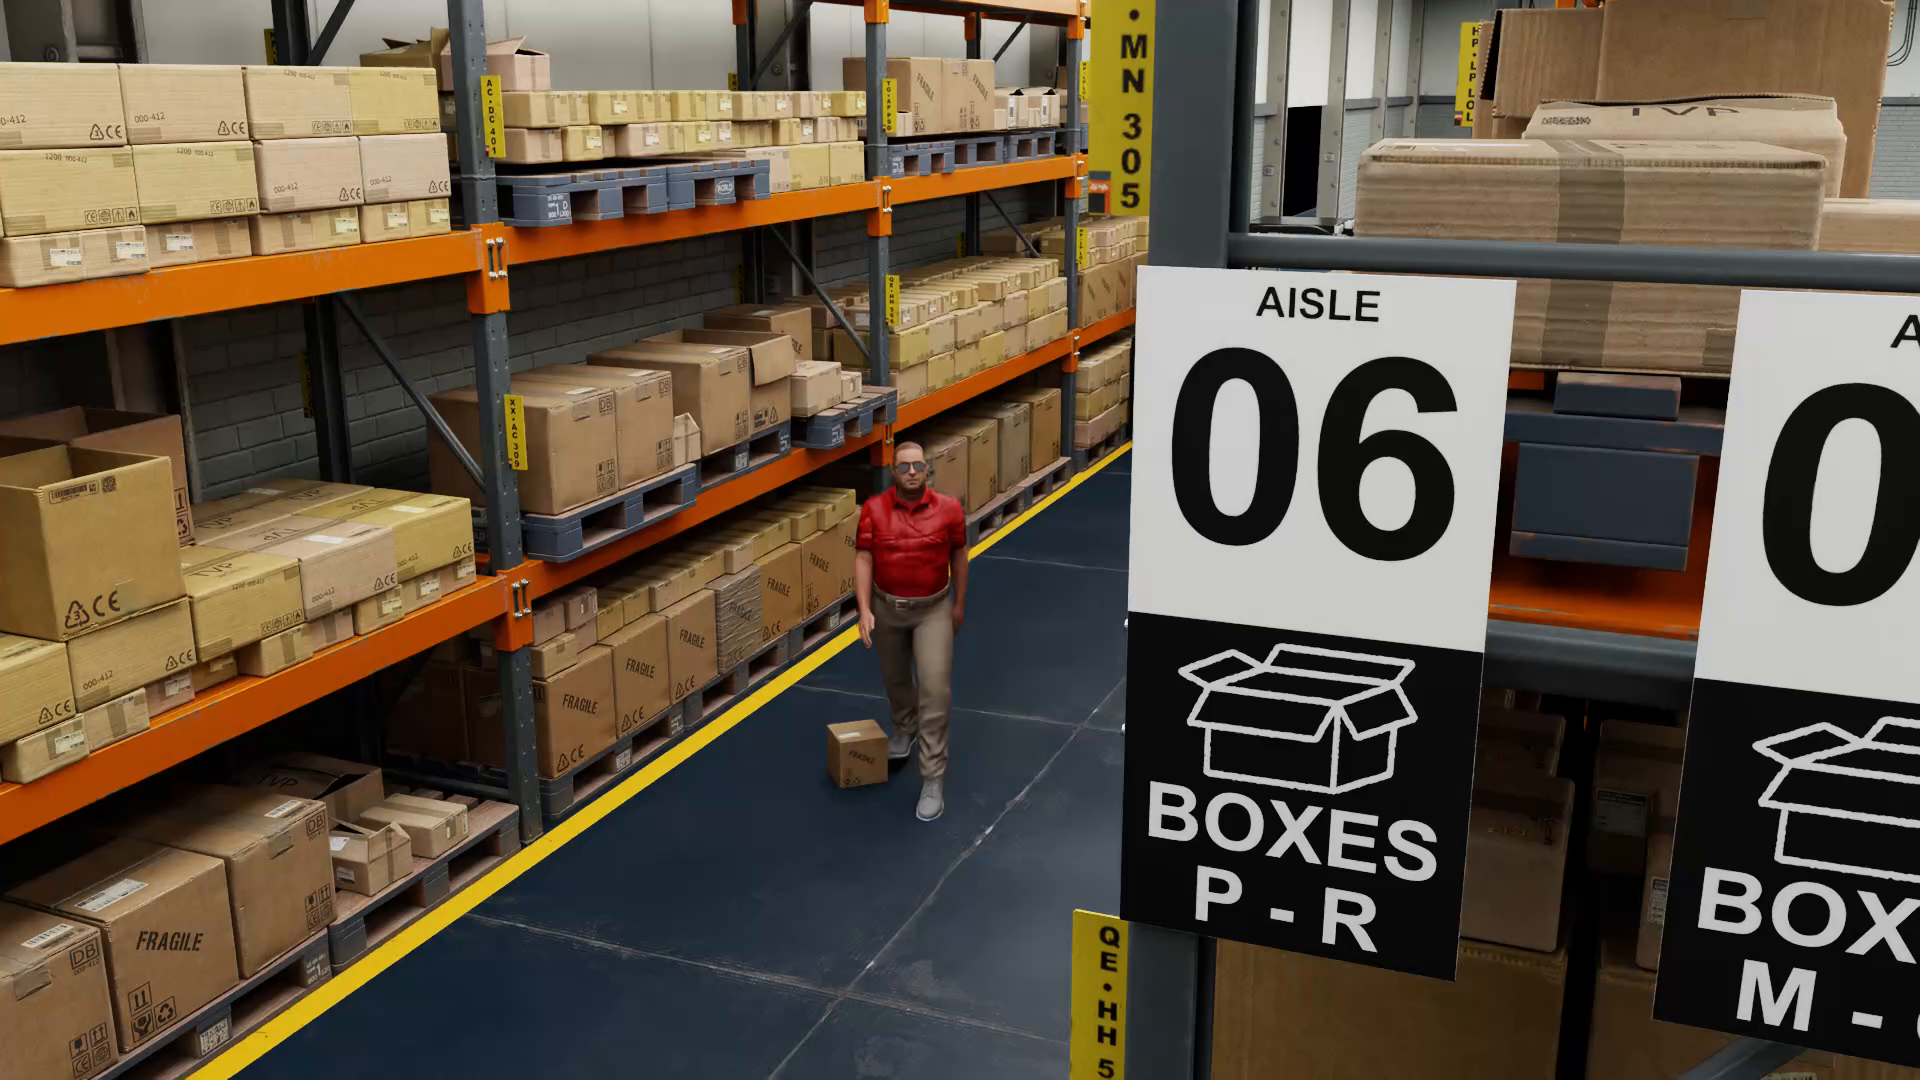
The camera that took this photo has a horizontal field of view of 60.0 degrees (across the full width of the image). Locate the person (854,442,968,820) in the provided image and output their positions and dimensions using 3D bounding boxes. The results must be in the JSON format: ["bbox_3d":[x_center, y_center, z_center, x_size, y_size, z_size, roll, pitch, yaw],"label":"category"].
[{"bbox_3d":[-0.250,0.396,8.143,0.540,1.741,0.878,2,15,7],"label":"person"}]
